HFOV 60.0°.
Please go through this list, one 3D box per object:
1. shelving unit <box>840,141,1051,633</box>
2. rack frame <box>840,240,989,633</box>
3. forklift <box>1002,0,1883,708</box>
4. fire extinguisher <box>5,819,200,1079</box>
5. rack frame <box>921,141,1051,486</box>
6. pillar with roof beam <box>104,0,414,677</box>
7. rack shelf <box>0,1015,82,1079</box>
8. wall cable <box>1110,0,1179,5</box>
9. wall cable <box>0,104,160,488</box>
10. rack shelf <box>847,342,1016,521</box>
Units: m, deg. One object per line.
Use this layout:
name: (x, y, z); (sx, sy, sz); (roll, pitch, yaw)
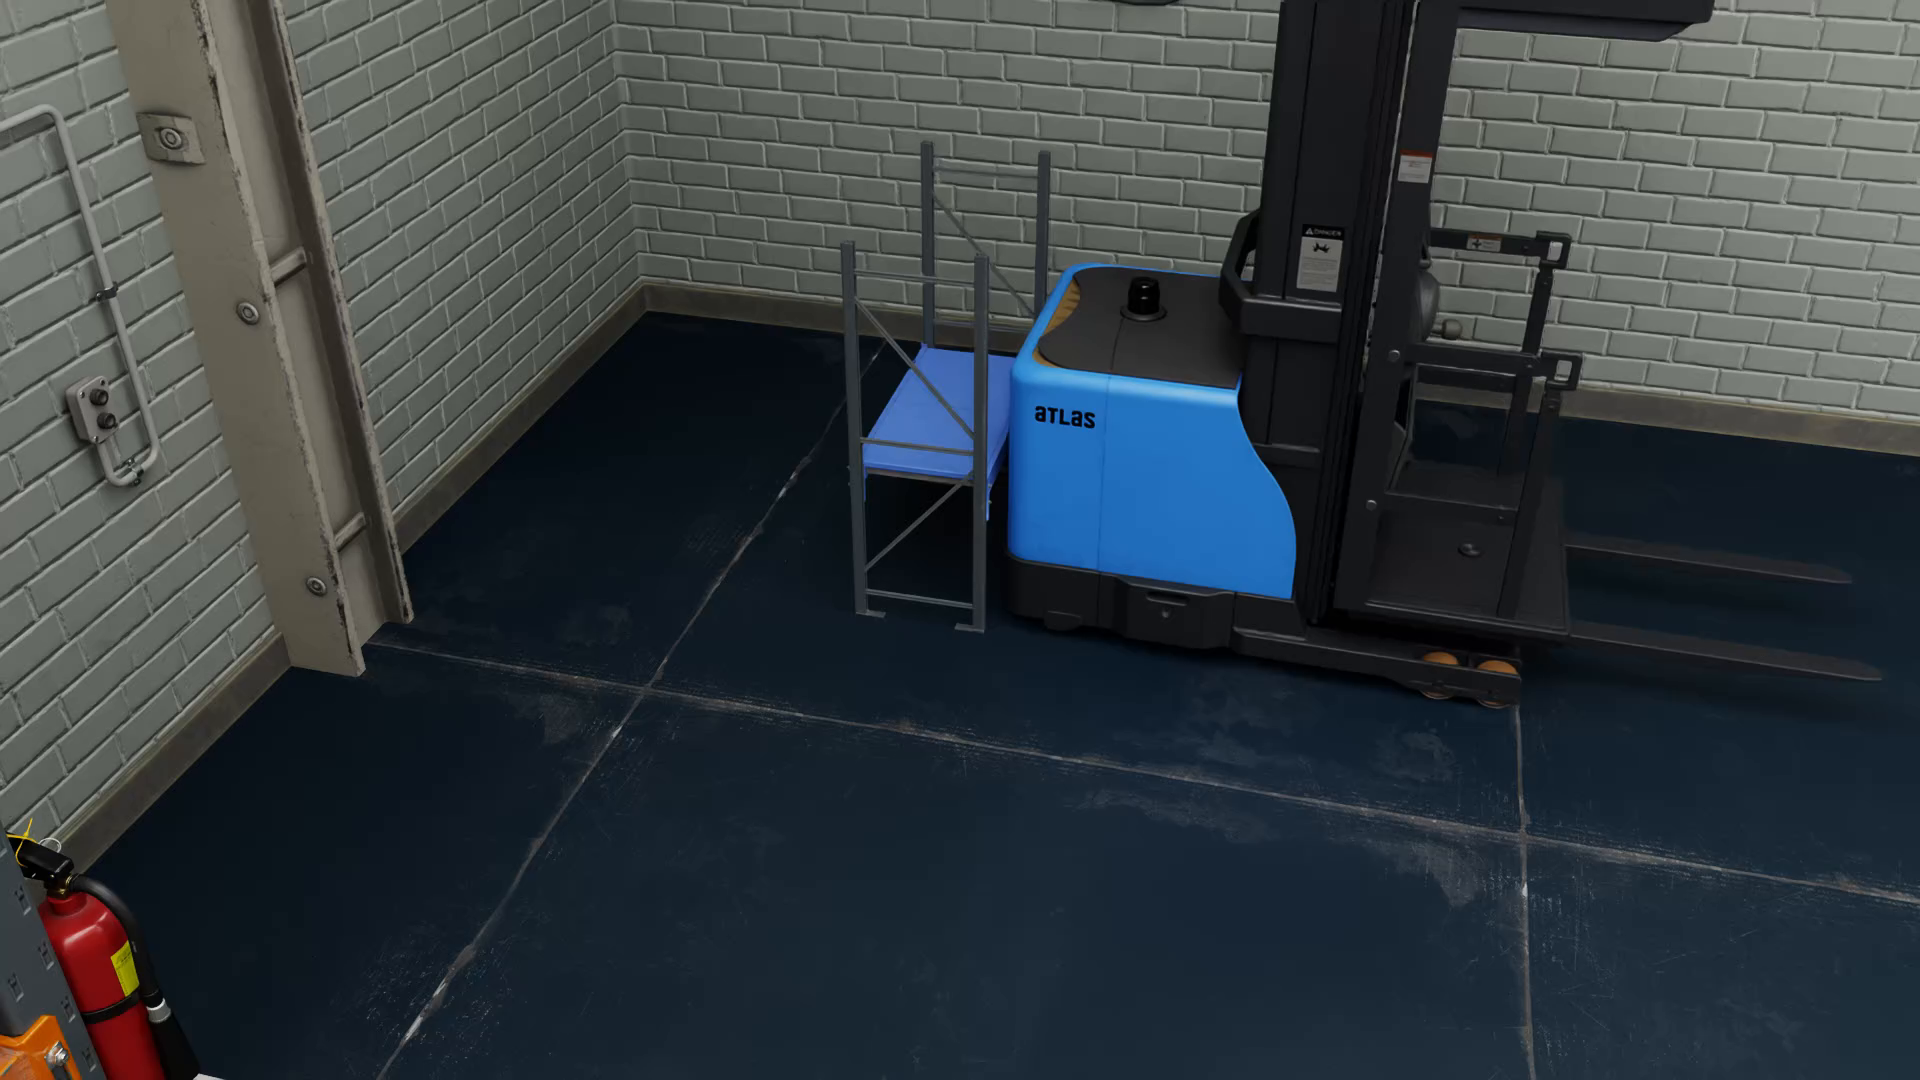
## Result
shelving unit: (-0.027, -0.590, 6.280); (0.538, 1.500, 1.048); (8, 33, 12)
rack frame: (-0.151, -0.325, 5.863); (0.500, 1.500, 0.032); (8, 33, 12)
forklift: (1.734, -0.965, 5.536); (3.031, 2.935, 1.130); (8, 33, 13)
fire extinguisher: (-1.626, 0.796, 3.121); (0.296, 0.674, 0.183); (8, 33, 12)
rack frame: (0.096, -0.854, 6.696); (0.500, 1.500, 0.032); (8, 33, 12)
pillar with roof beam: (1.902, -2.843, 2.834); (9.100, 9.000, 0.400); (8, 33, 12)
rack shelf: (-2.618, 1.963, 1.536); (1.077, 0.370, 4.000); (8, 33, 12)
wall cable: (-0.330, -3.486, 6.740); (3.097, 2.526, 0.112); (8, 33, 12)
wall cable: (-2.701, -0.600, 3.951); (0.084, 1.984, 1.851); (8, 33, 12)
rack shelf: (-0.027, -0.438, 6.376); (0.538, 0.185, 1.000); (8, 33, 12)
